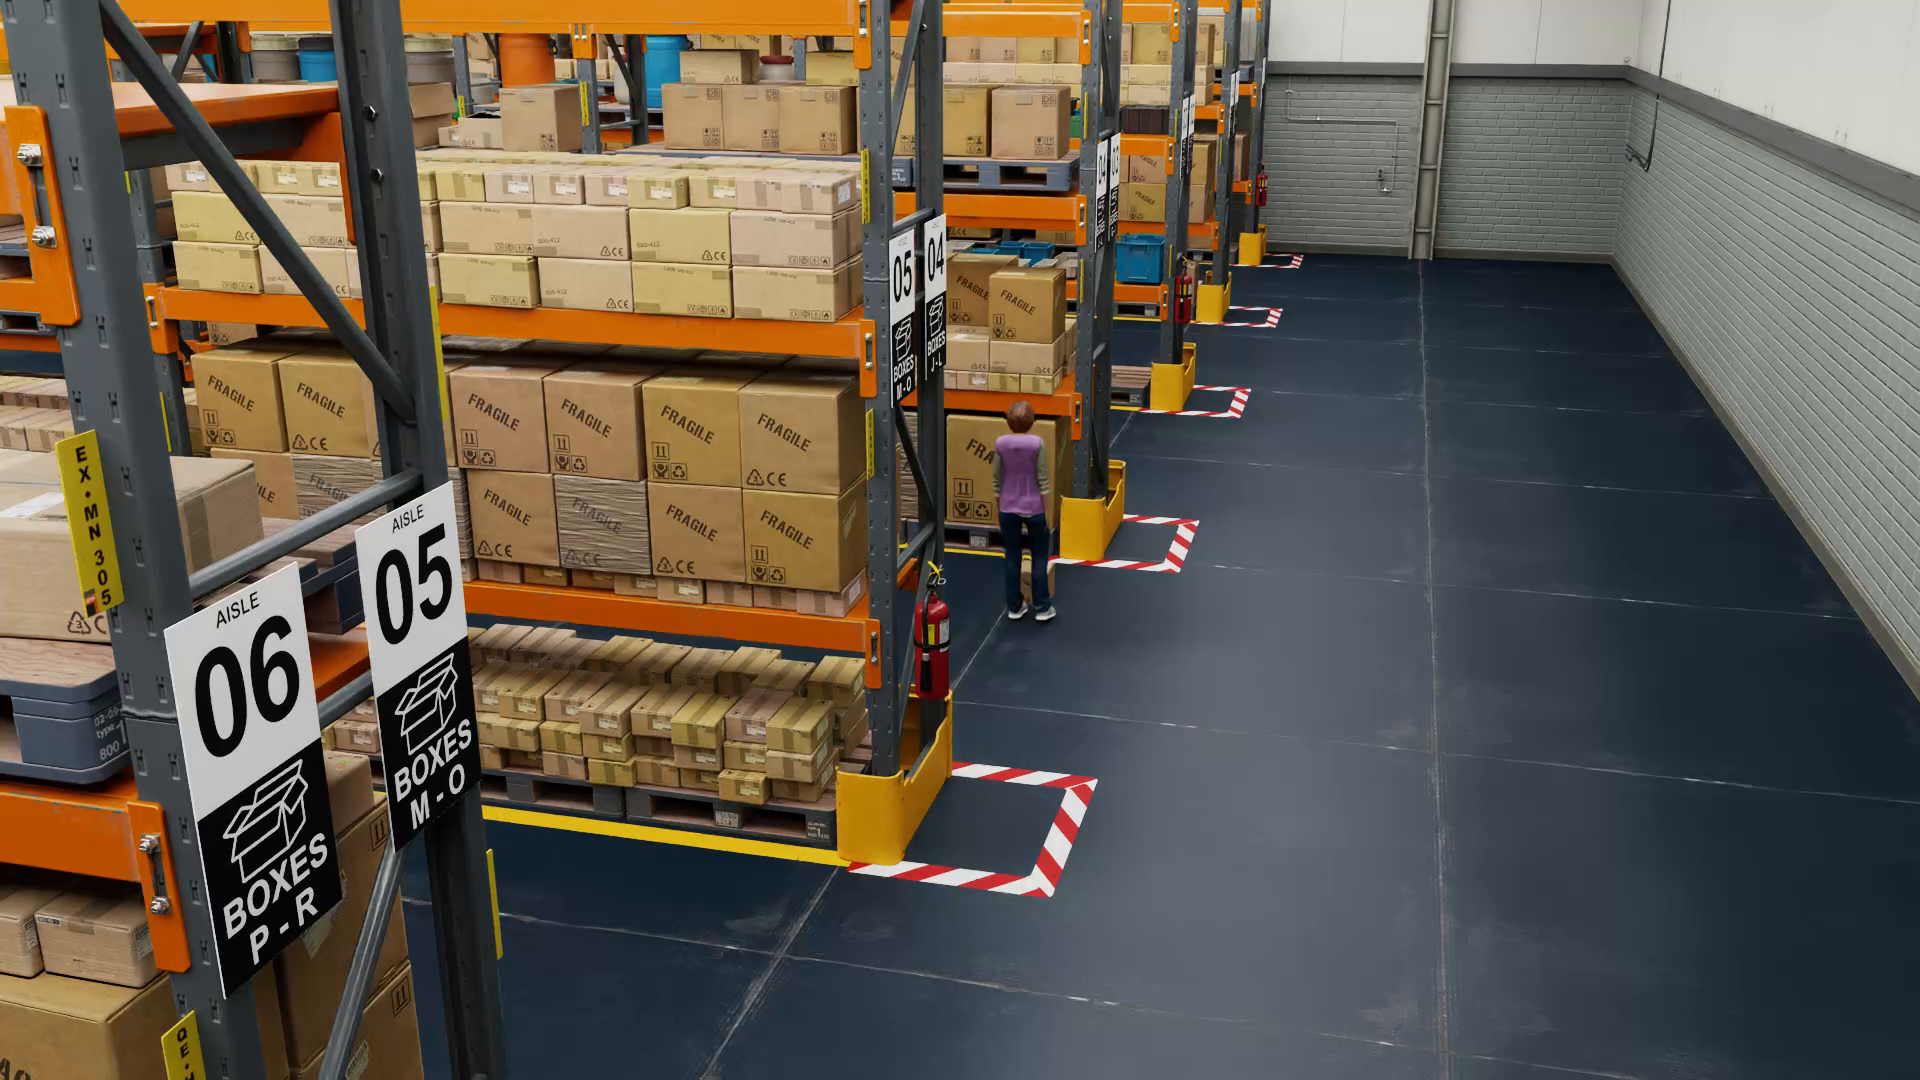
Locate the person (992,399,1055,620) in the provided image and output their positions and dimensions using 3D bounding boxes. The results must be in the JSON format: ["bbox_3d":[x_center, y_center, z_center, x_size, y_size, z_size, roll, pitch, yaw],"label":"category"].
[{"bbox_3d":[0.446,-0.197,11.640,0.439,1.601,0.375,5,19,13],"label":"person"}]
